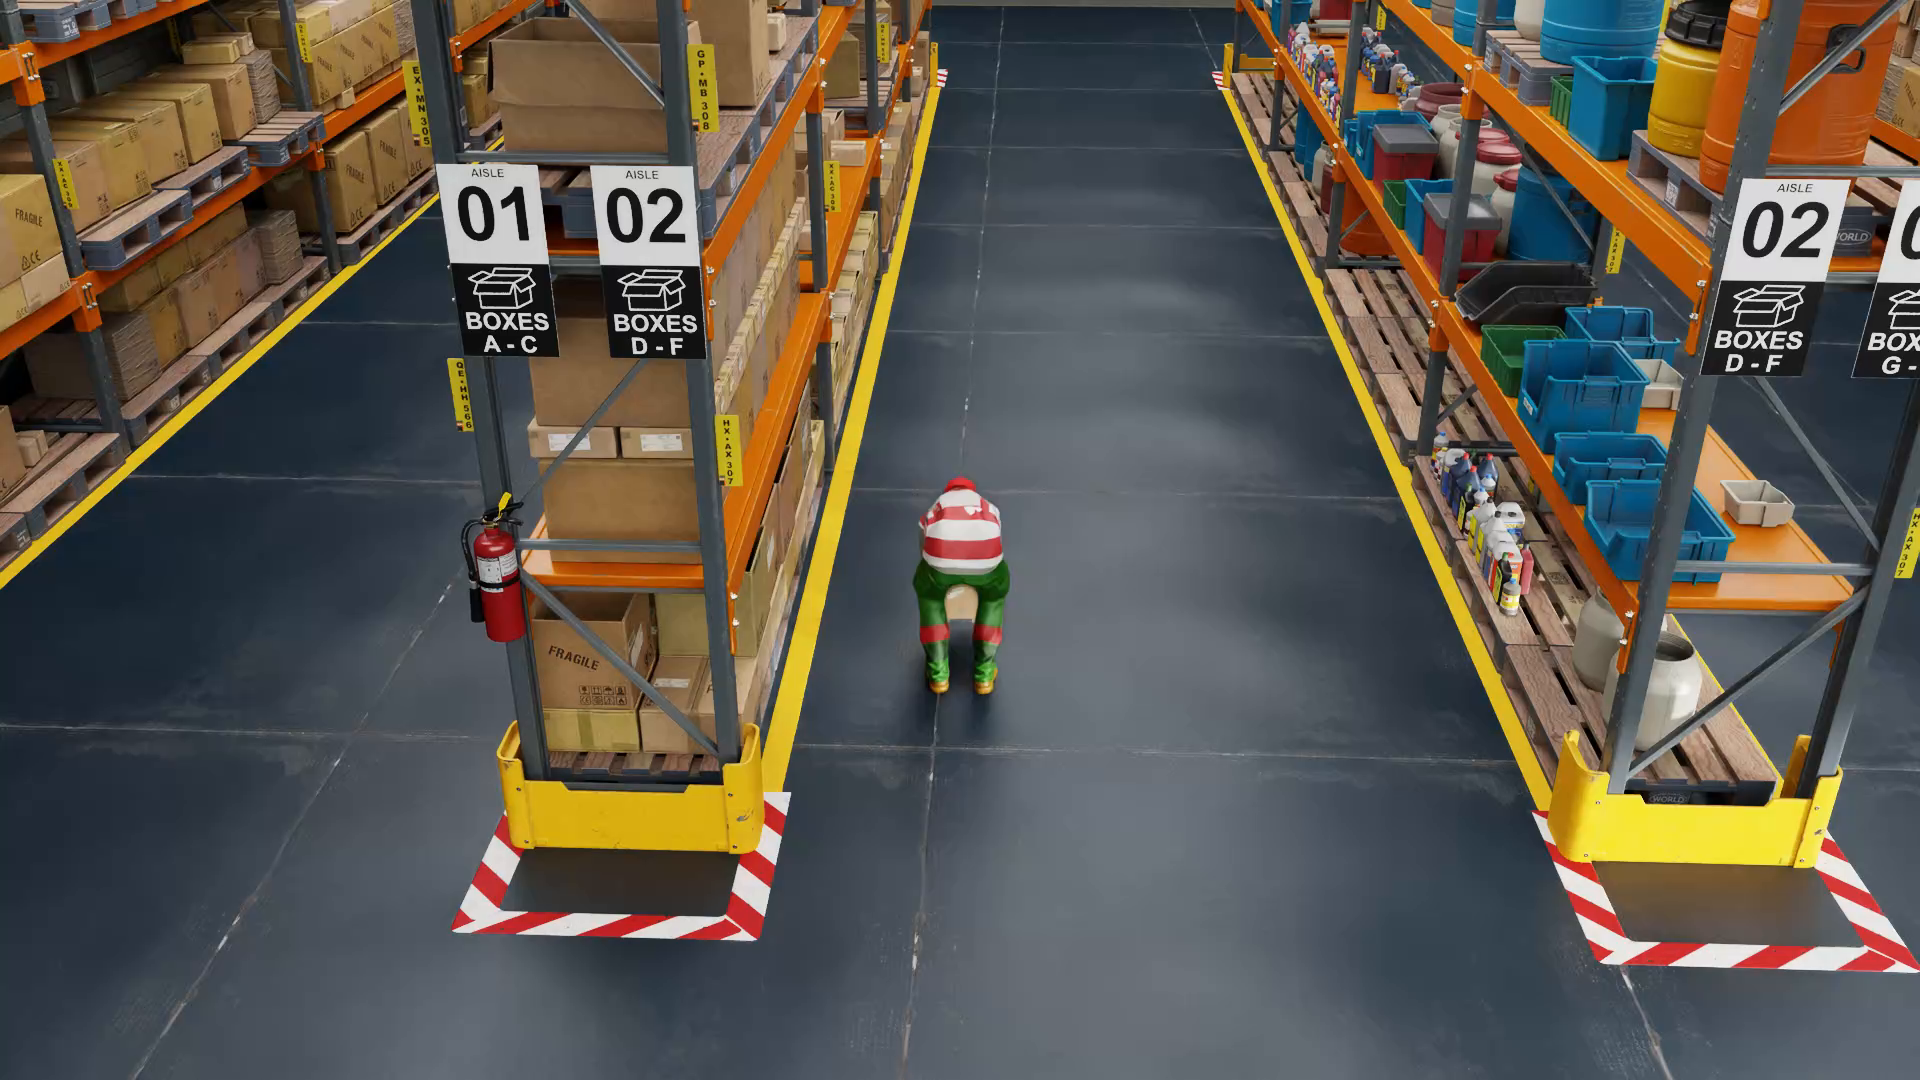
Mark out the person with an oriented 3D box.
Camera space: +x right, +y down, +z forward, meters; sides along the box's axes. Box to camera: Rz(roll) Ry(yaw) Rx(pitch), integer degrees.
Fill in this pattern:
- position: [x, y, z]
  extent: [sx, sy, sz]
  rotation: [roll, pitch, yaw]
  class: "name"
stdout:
- position: [0.006, 0.198, 8.995]
  extent: [0.517, 1.060, 0.962]
  rotation: [0, 28, -1]
  class: "person"
